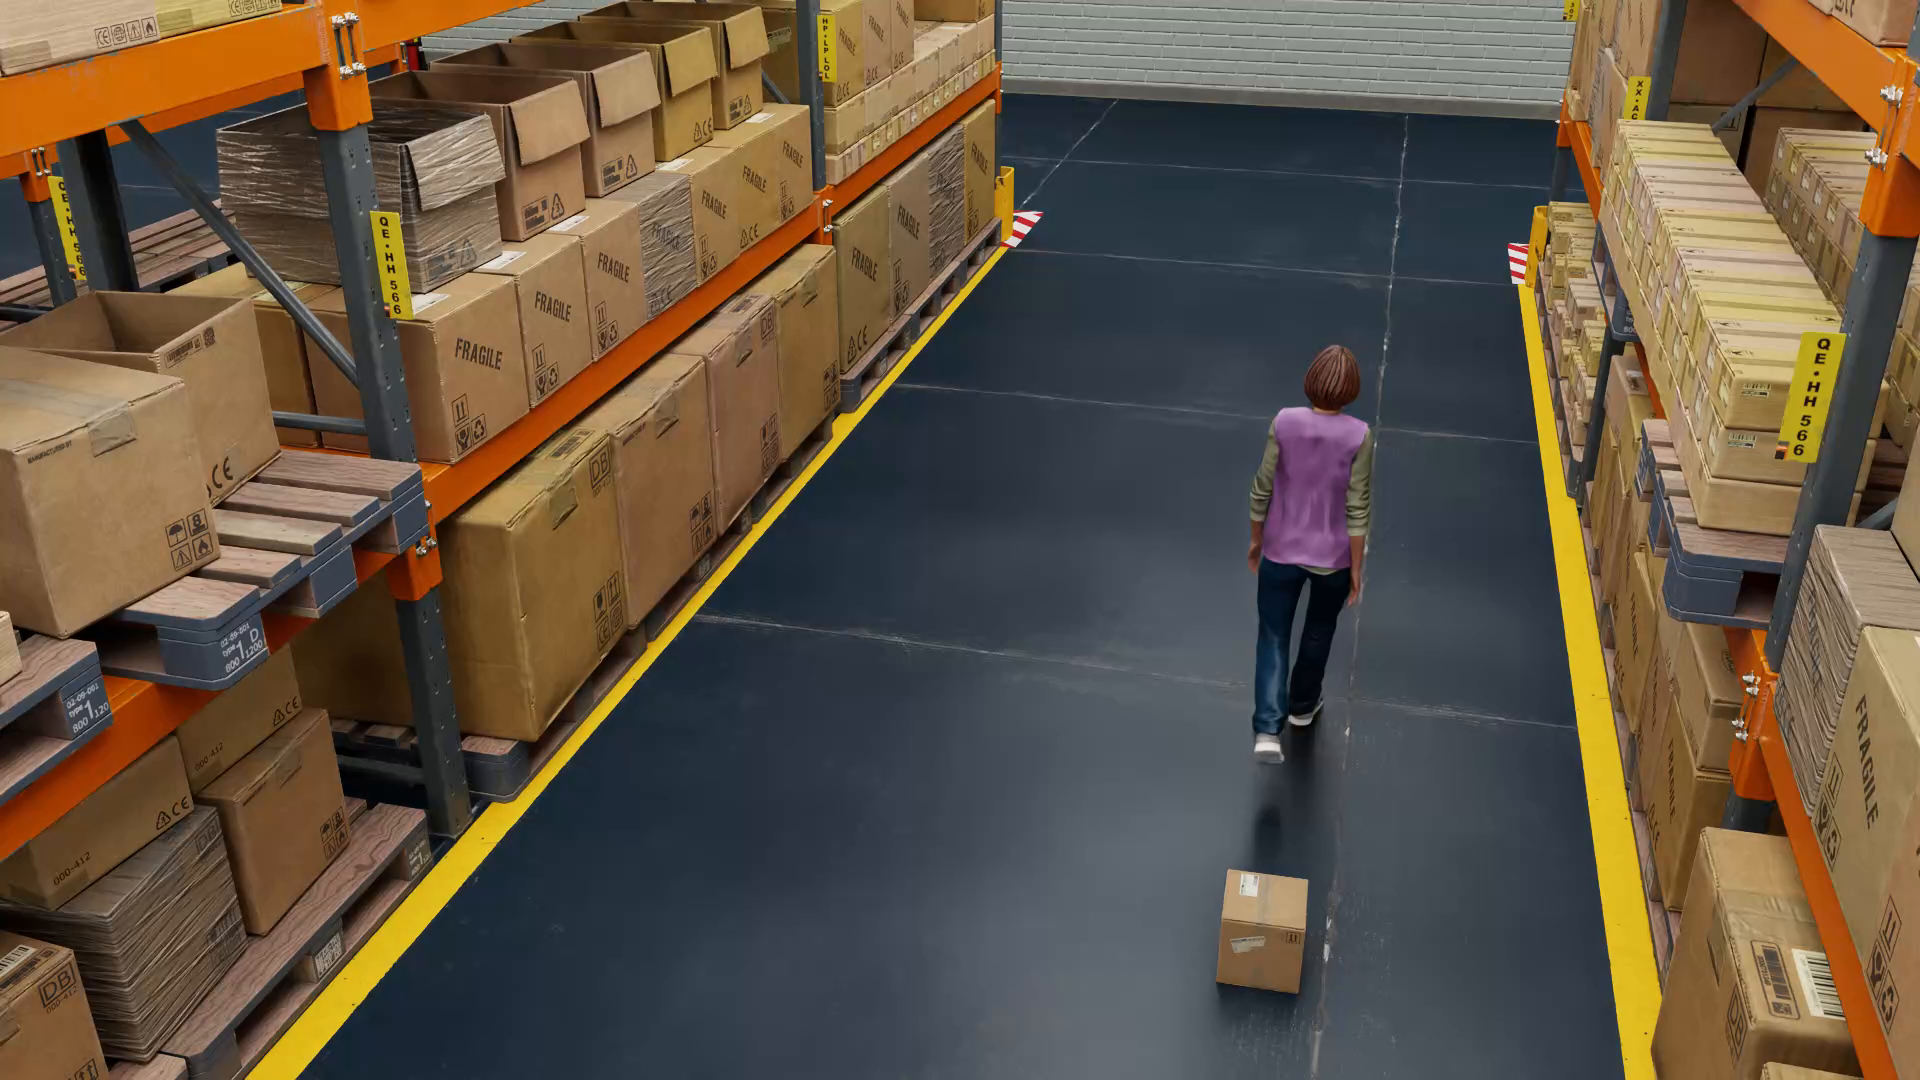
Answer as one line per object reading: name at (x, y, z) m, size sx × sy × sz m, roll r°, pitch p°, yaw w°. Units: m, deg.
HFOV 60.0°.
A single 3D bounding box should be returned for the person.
person at (1.225, 0.074, 5.947) m, size 0.428 × 1.559 × 0.834 m, roll 7°, pitch 27°, yaw 15°
